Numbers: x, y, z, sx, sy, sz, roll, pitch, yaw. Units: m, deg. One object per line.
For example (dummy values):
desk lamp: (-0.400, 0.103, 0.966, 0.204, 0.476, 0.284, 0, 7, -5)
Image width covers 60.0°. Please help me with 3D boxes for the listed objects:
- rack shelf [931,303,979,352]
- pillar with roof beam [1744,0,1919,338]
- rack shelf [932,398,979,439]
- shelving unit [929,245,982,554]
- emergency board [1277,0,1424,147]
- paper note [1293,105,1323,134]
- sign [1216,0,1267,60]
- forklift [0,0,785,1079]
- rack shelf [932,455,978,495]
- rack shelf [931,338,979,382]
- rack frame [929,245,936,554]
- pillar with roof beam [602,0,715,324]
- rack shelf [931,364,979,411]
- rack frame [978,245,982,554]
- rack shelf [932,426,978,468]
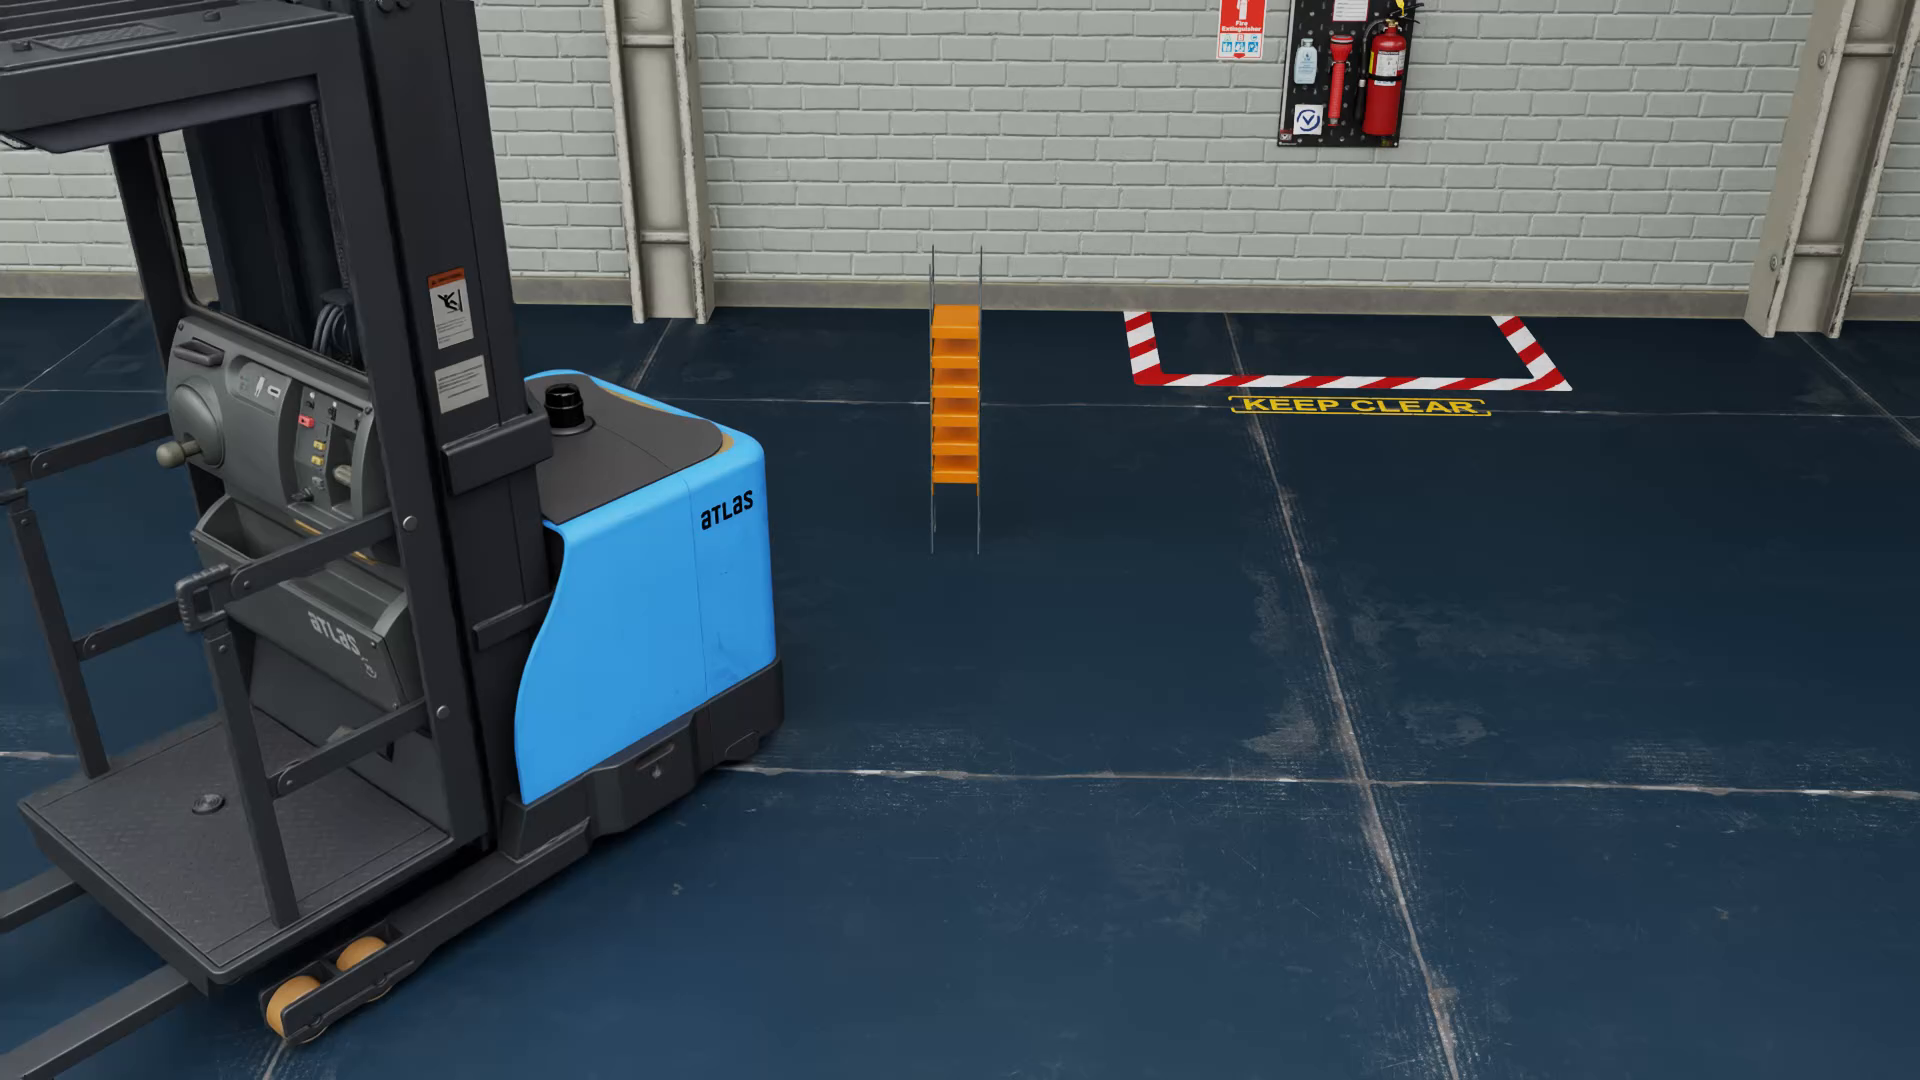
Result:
rack shelf: (-0.014, -0.809, 6.322, 0.180, 0.103, 0.258, 1, 28, 2)
pillar with roof beam: (4.288, -3.099, 2.989, 0.400, 9.000, 9.100, 1, 28, 2)
rack shelf: (-0.014, -0.491, 6.490, 0.180, 0.103, 0.258, 1, 28, 2)
shelving unit: (-0.014, -0.530, 6.469, 0.189, 1.200, 0.258, 1, 28, 2)
emergency board: (1.972, -2.523, 8.306, 0.643, 1.169, 0.194, 1, 28, 2)
paper note: (1.797, -2.169, 8.579, 0.142, 0.148, 0.016, 1, 28, 2)
sign: (1.423, -2.596, 8.406, 0.234, 0.329, 0.001, 1, 28, 2)
forklift: (-1.904, -0.262, 4.115, 1.130, 2.935, 3.031, 21, 34, 34)
rack shelf: (-0.014, -0.279, 6.603, 0.180, 0.103, 0.258, 1, 28, 2)
rack shelf: (-0.014, -0.703, 6.378, 0.180, 0.103, 0.258, 1, 28, 2)
rack frame: (-0.106, -0.532, 6.472, 0.006, 1.200, 0.240, 1, 28, 2)
pillar with roof beam: (-1.708, -3.199, 3.176, 0.400, 9.000, 9.100, 1, 28, 2)
rack shelf: (-0.014, -0.597, 6.434, 0.180, 0.103, 0.258, 1, 28, 2)
rack frame: (0.077, -0.529, 6.467, 0.006, 1.200, 0.240, 1, 28, 2)
rack shelf: (-0.014, -0.385, 6.546, 0.180, 0.103, 0.258, 1, 28, 2)
